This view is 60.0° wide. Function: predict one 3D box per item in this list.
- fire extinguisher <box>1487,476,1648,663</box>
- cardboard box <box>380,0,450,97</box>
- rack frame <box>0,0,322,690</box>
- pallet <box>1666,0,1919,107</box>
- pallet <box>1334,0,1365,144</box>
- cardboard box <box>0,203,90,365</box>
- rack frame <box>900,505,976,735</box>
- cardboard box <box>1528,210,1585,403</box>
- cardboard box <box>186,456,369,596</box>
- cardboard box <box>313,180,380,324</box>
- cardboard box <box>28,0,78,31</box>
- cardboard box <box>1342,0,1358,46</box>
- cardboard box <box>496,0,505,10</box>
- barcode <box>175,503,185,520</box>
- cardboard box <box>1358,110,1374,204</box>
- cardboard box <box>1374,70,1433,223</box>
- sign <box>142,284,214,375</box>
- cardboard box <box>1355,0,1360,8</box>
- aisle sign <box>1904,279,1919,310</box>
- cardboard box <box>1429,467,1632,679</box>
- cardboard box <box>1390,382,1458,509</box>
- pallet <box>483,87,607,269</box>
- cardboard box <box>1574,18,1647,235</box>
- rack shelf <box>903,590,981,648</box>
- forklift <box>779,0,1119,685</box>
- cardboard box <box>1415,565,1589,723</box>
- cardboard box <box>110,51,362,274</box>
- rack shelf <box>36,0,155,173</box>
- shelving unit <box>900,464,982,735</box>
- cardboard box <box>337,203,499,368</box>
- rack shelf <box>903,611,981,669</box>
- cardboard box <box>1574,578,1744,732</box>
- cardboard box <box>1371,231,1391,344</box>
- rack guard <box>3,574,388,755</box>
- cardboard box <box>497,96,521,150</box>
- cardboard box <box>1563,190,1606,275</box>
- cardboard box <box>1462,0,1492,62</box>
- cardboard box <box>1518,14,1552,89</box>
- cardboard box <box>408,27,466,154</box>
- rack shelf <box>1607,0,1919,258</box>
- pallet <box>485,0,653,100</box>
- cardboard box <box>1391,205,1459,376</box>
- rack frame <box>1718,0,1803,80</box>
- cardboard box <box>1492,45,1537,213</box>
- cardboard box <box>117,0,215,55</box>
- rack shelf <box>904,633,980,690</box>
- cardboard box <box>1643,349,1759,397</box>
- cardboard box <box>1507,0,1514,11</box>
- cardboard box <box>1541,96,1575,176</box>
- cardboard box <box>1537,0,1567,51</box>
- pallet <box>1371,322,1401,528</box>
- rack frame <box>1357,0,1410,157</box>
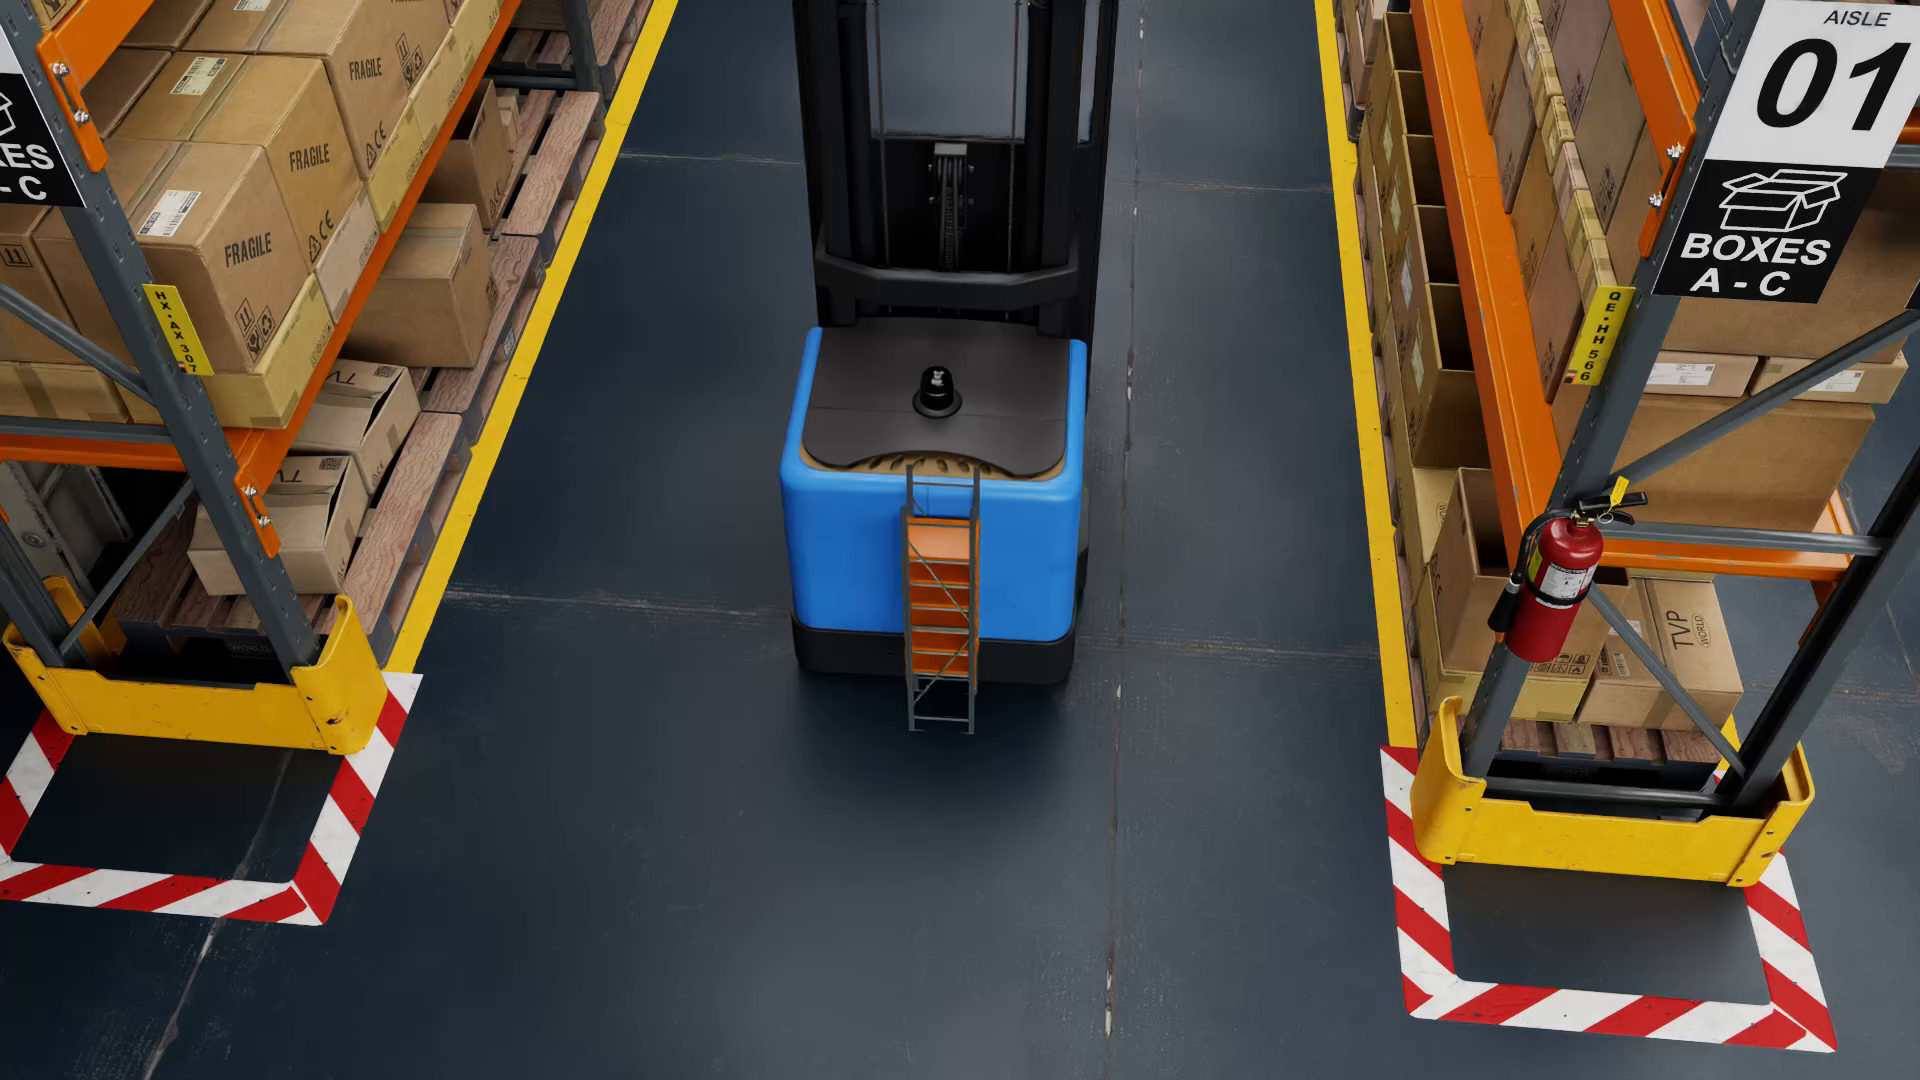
[{"bbox_3d":[1.711,0.077,4.725,0.296,0.674,0.183,4,48,4],"label":"fire extinguisher"},{"bbox_3d":[-2.263,-1.997,6.149,0.500,0.500,0.500,5,48,5],"label":"cardboard box"},{"bbox_3d":[-2.749,-0.335,5.050,1.000,3.000,0.127,4,48,4],"label":"rack frame"},{"bbox_3d":[2.274,-1.505,4.147,1.003,0.211,1.213,4,48,4],"label":"pallet"},{"bbox_3d":[2.577,-2.547,8.962,1.003,0.211,1.213,4,48,4],"label":"pallet"},{"bbox_3d":[-2.918,-0.905,5.151,0.500,0.500,0.500,3,48,3],"label":"cardboard box"},{"bbox_3d":[-0.068,0.303,5.686,0.240,1.200,0.006,3,48,3],"label":"rack frame"},{"bbox_3d":[2.282,-0.767,5.377,0.700,0.500,0.500,5,48,5],"label":"cardboard box"},{"bbox_3d":[-2.597,-0.078,6.339,0.500,0.311,0.500,-1,48,-1],"label":"cardboard box"},{"bbox_3d":[-2.356,-1.011,5.756,0.500,0.250,0.500,3,48,2],"label":"cardboard box"},{"bbox_3d":[-2.470,-1.617,4.108,0.500,0.500,0.500,5,48,5],"label":"cardboard box"},{"bbox_3d":[2.346,-2.854,8.932,0.500,0.250,0.500,3,48,3],"label":"cardboard box"},{"bbox_3d":[-2.180,-2.497,7.115,0.500,0.250,0.500,4,48,4],"label":"cardboard box"},{"bbox_3d":[-2.993,-0.122,6.372,0.001,0.075,0.075,4,48,4],"label":"barcode"},{"bbox_3d":[2.204,-1.837,8.002,0.500,0.250,0.500,4,48,4],"label":"cardboard box"},{"bbox_3d":[2.157,-1.723,7.390,0.500,0.500,0.500,4,48,4],"label":"cardboard box"},{"bbox_3d":[-2.209,-0.591,4.697,0.100,0.325,0.005,4,48,4],"label":"sign"},{"bbox_3d":[2.341,-3.047,8.728,0.500,0.311,0.500,5,48,5],"label":"cardboard box"},{"bbox_3d":[2.483,-0.813,3.725,0.394,0.787,0.004,4,48,4],"label":"aisle sign"},{"bbox_3d":[1.937,0.114,5.709,0.500,0.500,0.500,4,48,4],"label":"cardboard box"},{"bbox_3d":[2.016,-0.368,6.659,0.500,0.250,0.500,4,48,4],"label":"cardboard box"},{"bbox_3d":[-2.411,-1.837,8.313,1.003,0.211,1.213,4,48,4],"label":"pallet"},{"bbox_3d":[2.287,-1.244,4.934,0.700,0.500,0.500,3,48,3],"label":"cardboard box"},{"bbox_3d":[-0.062,0.266,5.780,0.258,0.103,0.180,3,48,3],"label":"rack shelf"},{"bbox_3d":[0.003,-1.540,6.198,1.130,2.935,3.031,3,48,3],"label":"forklift"},{"bbox_3d":[1.939,0.368,5.986,0.500,0.250,0.500,4,48,4],"label":"cardboard box"},{"bbox_3d":[-2.352,-1.237,5.455,0.500,0.500,0.500,4,48,4],"label":"cardboard box"},{"bbox_3d":[-2.567,-2.574,5.552,1.077,0.370,4.000,4,48,4],"label":"rack shelf"},{"bbox_3d":[-0.062,0.236,5.747,0.258,1.200,0.189,3,48,3],"label":"shelving unit"},{"bbox_3d":[-2.428,-1.097,7.142,0.700,0.500,0.500,1,48,1],"label":"cardboard box"},{"bbox_3d":[-0.062,0.347,5.869,0.258,0.103,0.180,3,48,3],"label":"rack shelf"},{"bbox_3d":[2.454,0.402,5.954,0.500,0.250,0.500,4,48,4],"label":"cardboard box"},{"bbox_3d":[2.103,-1.103,7.331,0.500,0.250,0.500,4,48,4],"label":"cardboard box"},{"bbox_3d":[-2.743,0.453,6.023,1.175,0.500,0.348,4,48,4],"label":"rack guard"},{"bbox_3d":[-2.404,-2.072,8.260,0.380,0.166,0.250,-2,48,-2],"label":"cardboard box"},{"bbox_3d":[2.075,-0.931,5.088,0.380,0.149,0.250,3,48,3],"label":"cardboard box"},{"bbox_3d":[2.473,-2.263,6.745,0.700,0.500,0.500,3,48,3],"label":"cardboard box"},{"bbox_3d":[2.168,-1.691,5.782,0.380,0.149,0.250,3,48,3],"label":"cardboard box"},{"bbox_3d":[-2.255,-1.756,6.438,0.500,0.250,0.500,4,48,4],"label":"cardboard box"},{"bbox_3d":[2.366,-2.244,5.250,1.077,0.370,4.000,4,48,4],"label":"rack shelf"},{"bbox_3d":[-2.315,-2.906,9.290,1.003,0.211,1.213,4,48,4],"label":"pallet"},{"bbox_3d":[2.060,-0.989,6.718,0.500,0.500,0.500,4,48,4],"label":"cardboard box"},{"bbox_3d":[2.184,-2.029,2.534,1.000,3.000,0.127,4,48,4],"label":"rack frame"},{"bbox_3d":[2.378,-1.518,6.064,0.700,0.500,0.500,5,48,5],"label":"cardboard box"},{"bbox_3d":[-2.820,-1.654,5.836,0.500,0.500,0.500,3,48,2],"label":"cardboard box"},{"bbox_3d":[-0.062,0.428,5.957,0.258,0.103,0.180,3,48,3],"label":"rack shelf"},{"bbox_3d":[2.029,-0.551,4.740,0.380,0.149,0.250,3,48,3],"label":"cardboard box"},{"bbox_3d":[2.218,-2.065,6.125,0.380,0.149,0.250,3,48,2],"label":"cardboard box"},{"bbox_3d":[2.123,-1.309,5.433,0.380,0.149,0.250,5,48,5],"label":"cardboard box"},{"bbox_3d":[2.377,-1.983,5.610,0.700,0.500,0.500,4,48,4],"label":"cardboard box"},{"bbox_3d":[2.326,-0.522,7.111,1.003,0.211,1.213,4,48,4],"label":"pallet"},{"bbox_3d":[2.549,-2.944,7.436,1.000,3.000,0.127,4,48,4],"label":"rack frame"}]
